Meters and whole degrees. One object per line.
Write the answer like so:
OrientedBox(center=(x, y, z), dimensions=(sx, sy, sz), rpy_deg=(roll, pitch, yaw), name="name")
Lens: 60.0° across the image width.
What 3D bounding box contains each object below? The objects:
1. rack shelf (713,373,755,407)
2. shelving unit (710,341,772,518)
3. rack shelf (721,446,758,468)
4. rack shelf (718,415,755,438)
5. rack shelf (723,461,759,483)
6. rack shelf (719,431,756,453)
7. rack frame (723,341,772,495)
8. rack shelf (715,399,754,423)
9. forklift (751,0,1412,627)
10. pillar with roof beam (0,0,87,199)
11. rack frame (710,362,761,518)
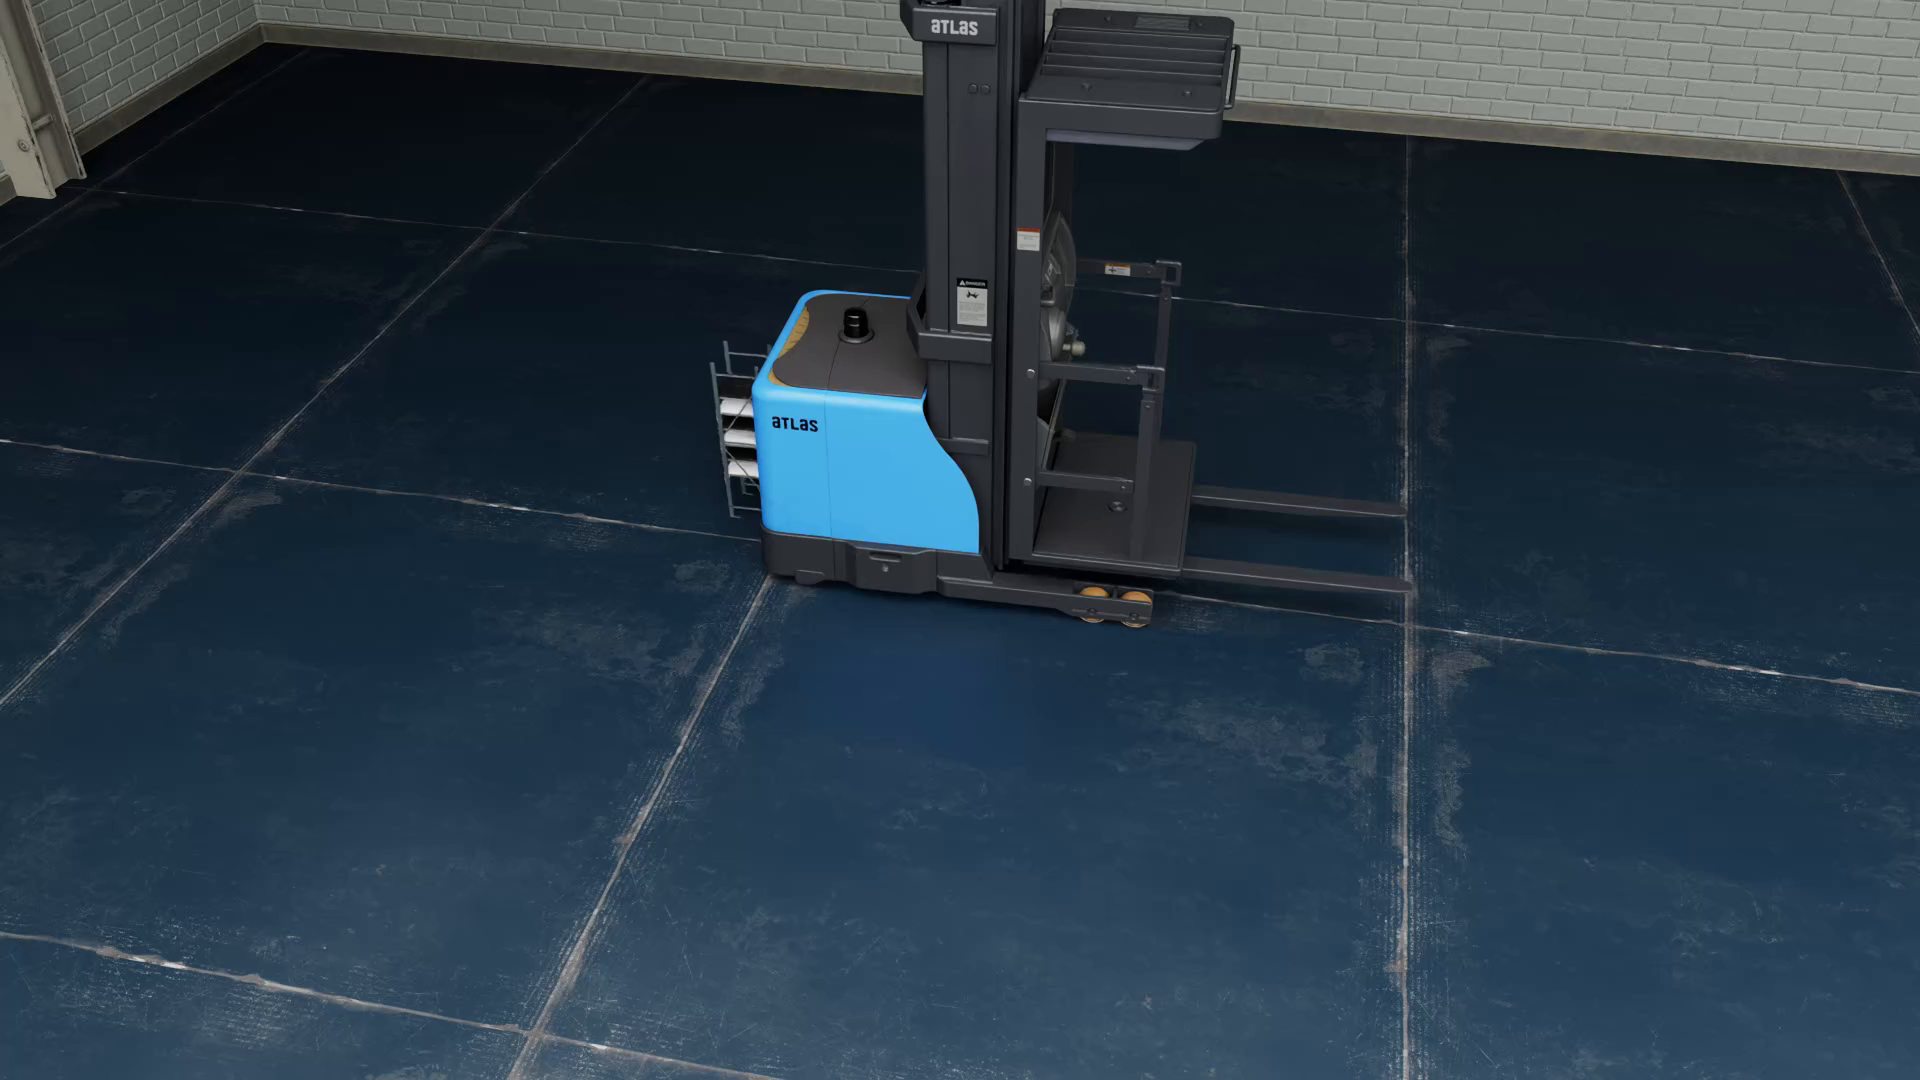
OrientedBox(center=(-1.041, -0.717, 8.061), dimensions=(0.258, 0.077, 0.200), rpy_deg=(6, 38, 10), name="rack shelf")
OrientedBox(center=(-1.035, -0.528, 8.203), dimensions=(0.258, 0.900, 0.210), rpy_deg=(6, 38, 10), name="shelving unit")
OrientedBox(center=(-1.032, -0.429, 8.277), dimensions=(0.258, 0.077, 0.200), rpy_deg=(6, 38, 10), name="rack shelf")
OrientedBox(center=(-1.036, -0.573, 8.169), dimensions=(0.258, 0.077, 0.200), rpy_deg=(6, 38, 10), name="rack shelf")
OrientedBox(center=(-1.030, -0.357, 8.331), dimensions=(0.258, 0.077, 0.200), rpy_deg=(6, 38, 10), name="rack shelf")
OrientedBox(center=(-1.034, -0.501, 8.223), dimensions=(0.258, 0.077, 0.200), rpy_deg=(6, 38, 10), name="rack shelf")
OrientedBox(center=(-1.015, -0.588, 8.283), dimensions=(0.240, 0.900, 0.006), rpy_deg=(6, 38, 10), name="rack frame")
OrientedBox(center=(-1.039, -0.645, 8.115), dimensions=(0.258, 0.077, 0.200), rpy_deg=(6, 38, 10), name="rack shelf")
OrientedBox(center=(0.621, -1.122, 7.300), dimensions=(3.031, 2.935, 1.130), rpy_deg=(6, 36, 8), name="forklift")
OrientedBox(center=(-2.187, -5.596, 8.304), dimensions=(9.100, 9.000, 0.400), rpy_deg=(7, 37, 10), name="pillar with roof beam")
OrientedBox(center=(-1.055, -0.468, 8.124), dimensions=(0.240, 0.900, 0.006), rpy_deg=(6, 38, 10), name="rack frame")
